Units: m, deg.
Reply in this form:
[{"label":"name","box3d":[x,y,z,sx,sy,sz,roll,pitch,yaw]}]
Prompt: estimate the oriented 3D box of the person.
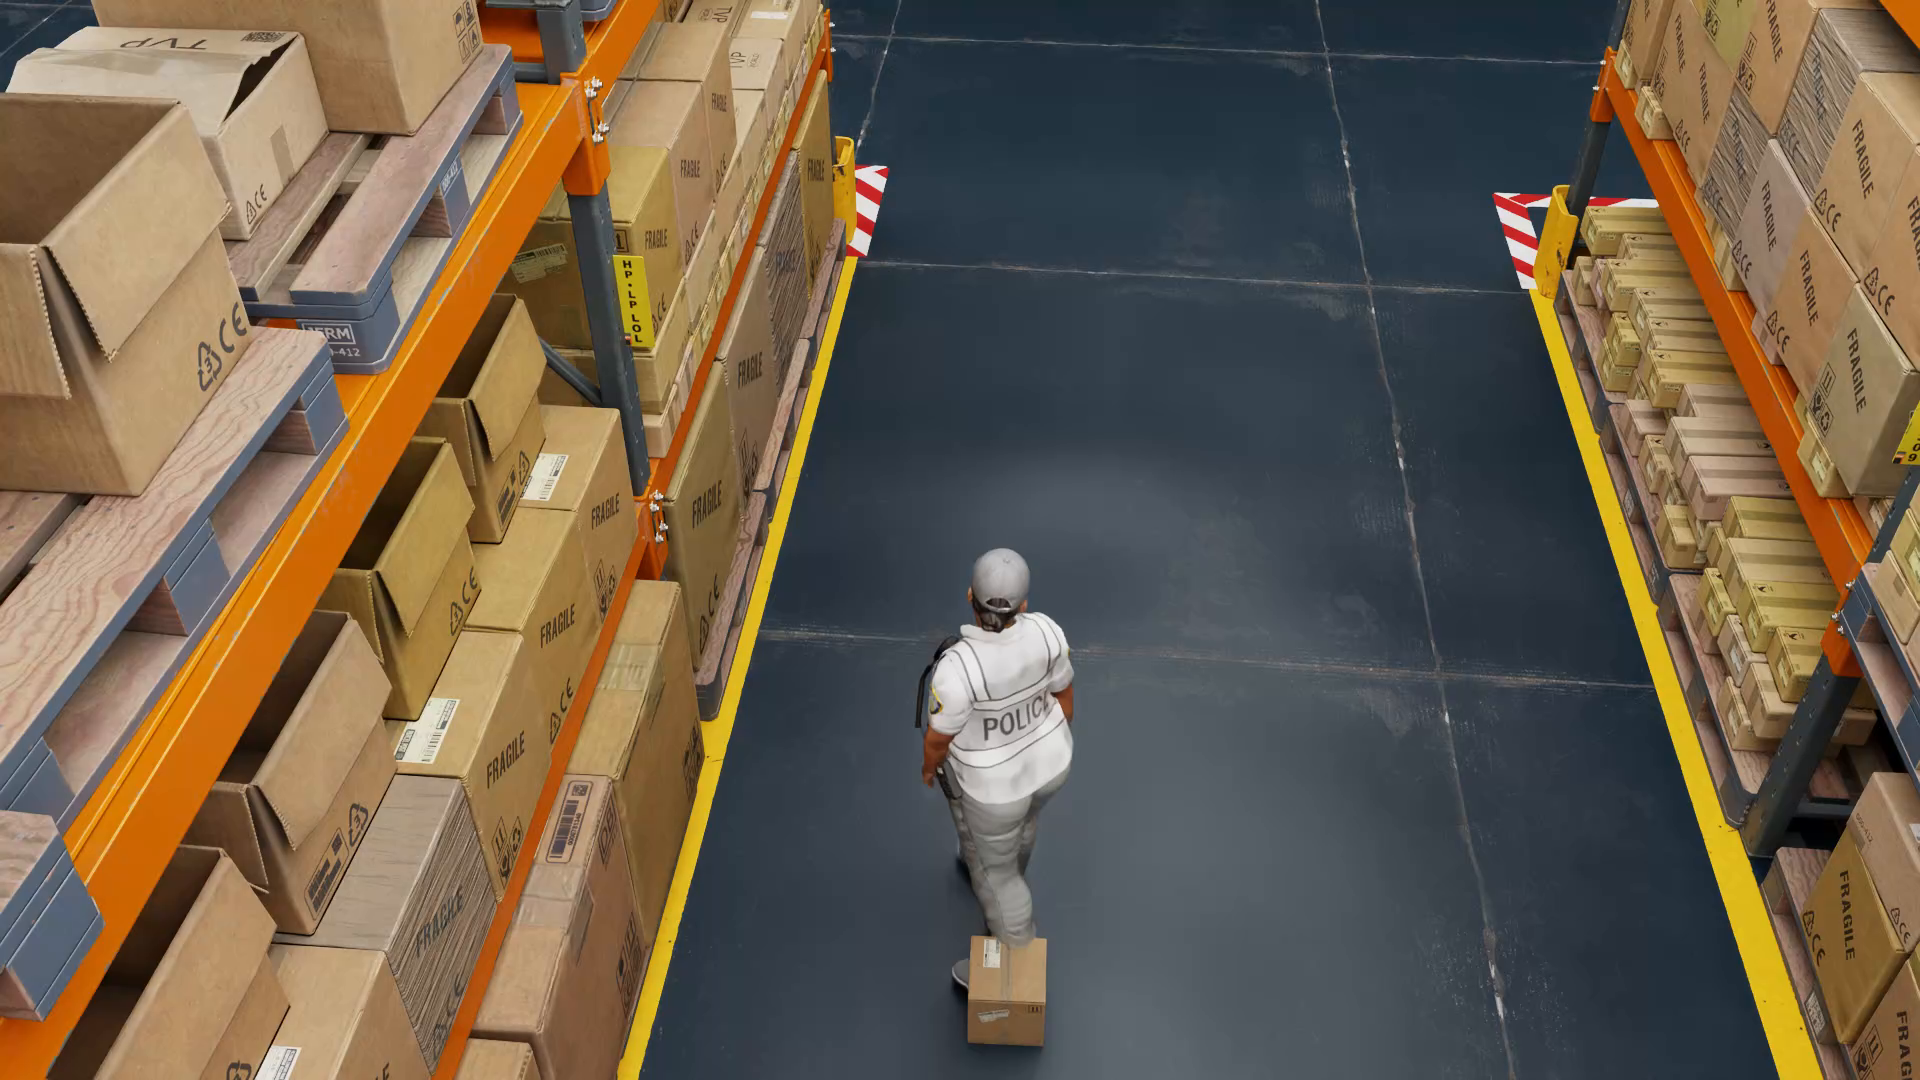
[{"label":"person","box3d":[0.118,0.698,5.305,0.560,1.646,0.624,-30,49,-30]}]
